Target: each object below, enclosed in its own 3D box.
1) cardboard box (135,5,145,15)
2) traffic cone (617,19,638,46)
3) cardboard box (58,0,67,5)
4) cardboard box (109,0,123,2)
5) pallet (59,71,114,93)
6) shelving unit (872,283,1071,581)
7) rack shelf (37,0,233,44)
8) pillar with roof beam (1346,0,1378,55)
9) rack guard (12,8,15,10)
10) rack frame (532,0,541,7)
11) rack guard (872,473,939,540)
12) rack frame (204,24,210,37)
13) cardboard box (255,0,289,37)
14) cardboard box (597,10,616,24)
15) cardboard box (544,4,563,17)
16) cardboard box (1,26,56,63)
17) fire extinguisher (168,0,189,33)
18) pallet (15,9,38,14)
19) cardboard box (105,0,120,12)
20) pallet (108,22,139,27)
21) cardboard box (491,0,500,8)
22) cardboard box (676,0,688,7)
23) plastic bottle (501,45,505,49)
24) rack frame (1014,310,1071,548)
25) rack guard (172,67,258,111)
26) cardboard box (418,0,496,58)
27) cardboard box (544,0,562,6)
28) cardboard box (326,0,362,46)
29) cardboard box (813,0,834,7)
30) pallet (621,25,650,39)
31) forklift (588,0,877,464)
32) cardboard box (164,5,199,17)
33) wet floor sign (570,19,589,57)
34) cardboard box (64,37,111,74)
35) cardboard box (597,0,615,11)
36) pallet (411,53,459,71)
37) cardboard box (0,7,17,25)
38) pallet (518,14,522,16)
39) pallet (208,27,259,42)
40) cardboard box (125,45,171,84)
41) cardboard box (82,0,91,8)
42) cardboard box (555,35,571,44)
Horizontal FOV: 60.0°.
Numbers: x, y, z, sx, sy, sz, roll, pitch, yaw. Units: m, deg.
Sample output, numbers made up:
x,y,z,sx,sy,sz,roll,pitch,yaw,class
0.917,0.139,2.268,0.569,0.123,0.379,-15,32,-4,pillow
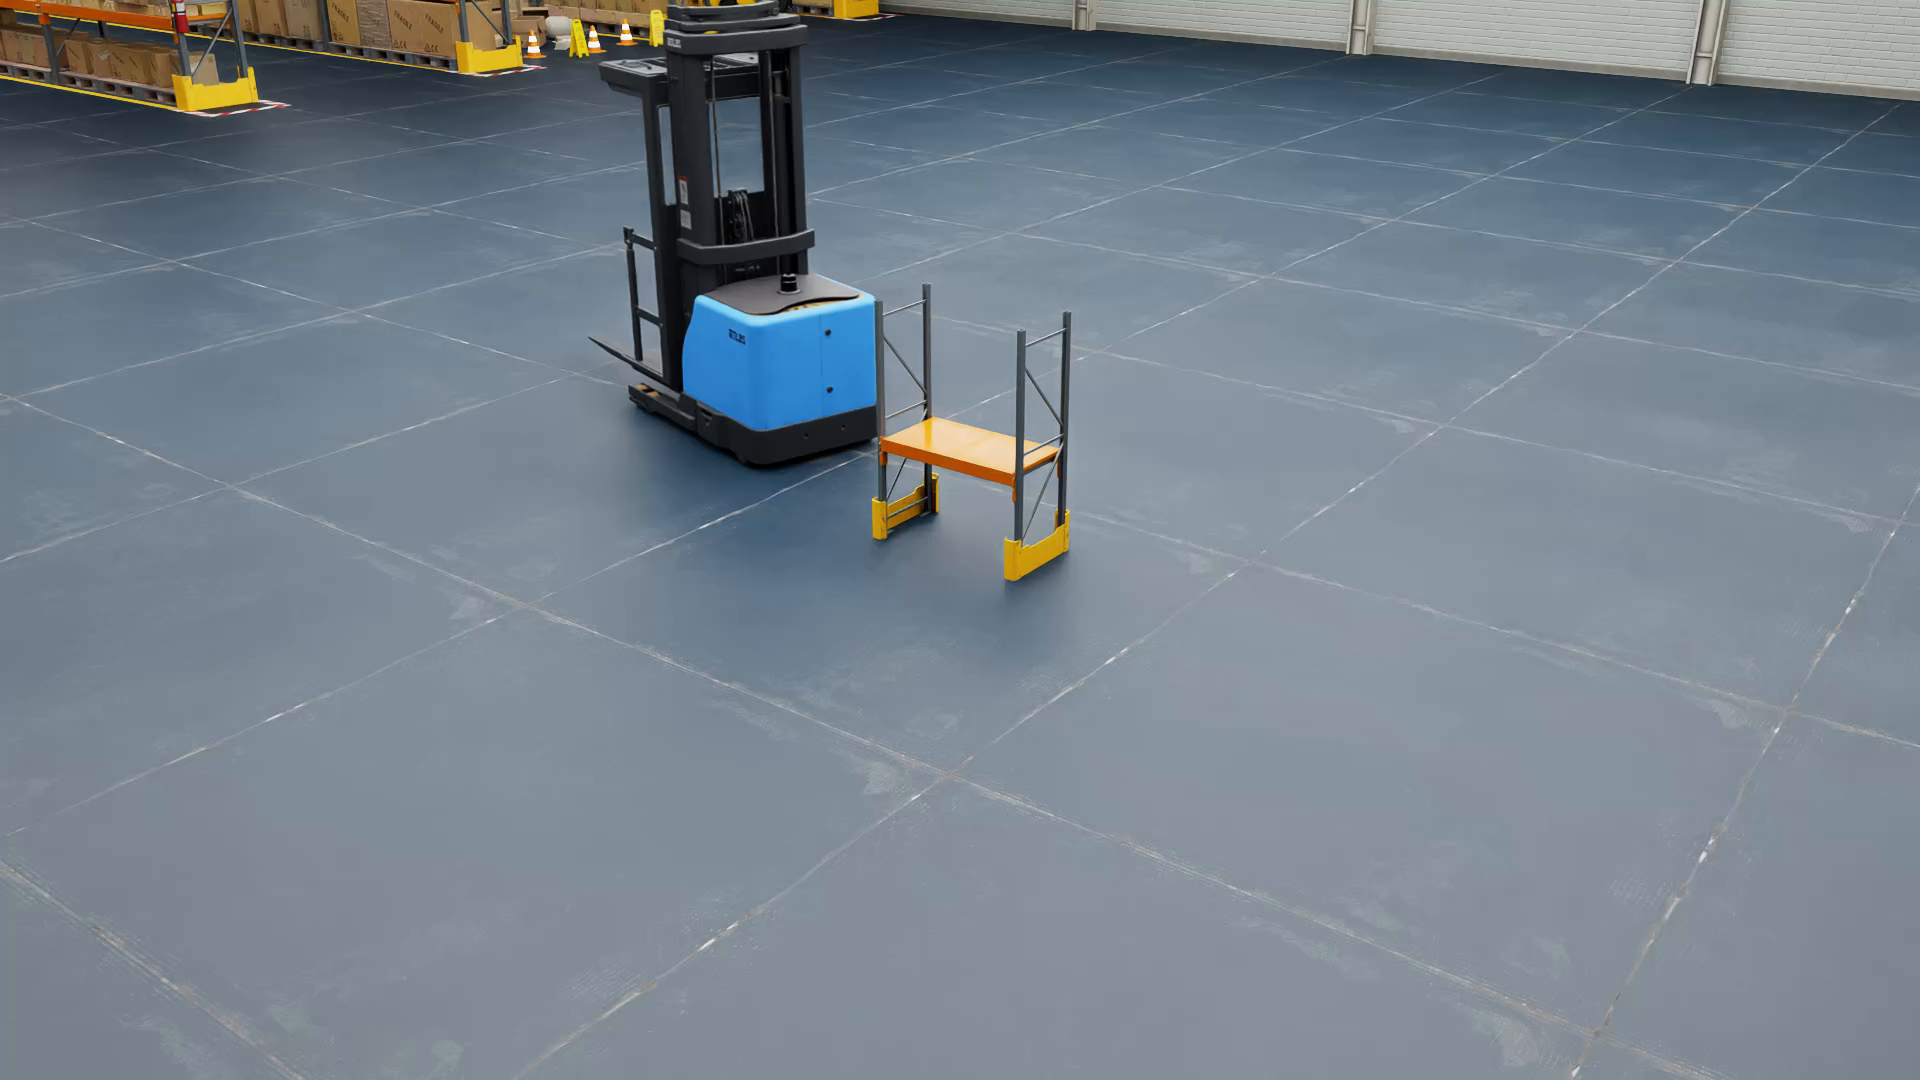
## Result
x,y,z,sx,sy,sz,roll,pitch,yaw,class
-12.148,-8.002,25.002,0.250,0.149,0.380,17,29,33,cardboard box
-6.349,-9.669,31.620,0.334,0.463,0.336,17,29,33,traffic cone
-13.975,-8.531,26.204,0.250,0.149,0.380,17,29,33,cardboard box
-12.445,-8.485,25.295,0.500,0.500,0.875,17,29,33,cardboard box
-13.817,-7.484,26.975,1.213,0.211,1.003,17,29,33,pallet
0.061,-0.668,9.906,1.083,1.500,0.587,17,29,33,shelving unit
-12.775,-8.099,25.803,4.000,0.370,1.077,17,29,33,rack shelf
4.747,-11.658,25.548,0.400,9.000,9.100,17,29,33,pillar with roof beam
-20.861,-12.227,37.380,0.348,0.500,1.175,17,29,33,rack guard
-8.432,-12.109,34.012,0.127,3.000,1.000,17,29,33,rack frame
-0.338,-0.216,10.431,0.087,0.250,0.587,17,29,33,rack guard
-14.521,-11.455,32.527,0.127,3.000,1.000,17,29,33,rack frame
-12.640,-10.006,31.508,0.750,0.750,1.050,17,29,33,cardboard box
-6.871,-10.437,33.107,0.500,0.250,0.500,16,28,31,cardboard box
-8.122,-10.813,33.961,0.500,0.250,0.500,15,28,31,cardboard box
-15.672,-8.381,28.106,0.500,0.500,0.700,14,27,29,cardboard box
-11.359,-7.733,24.176,0.183,0.674,0.296,17,29,33,fire extinguisher
-20.232,-11.887,36.967,1.213,0.211,1.003,17,29,33,pallet
-12.790,-8.160,25.362,0.250,0.149,0.380,17,29,33,cardboard box
-17.098,-10.958,34.859,1.213,0.211,1.003,17,29,33,pallet
-9.476,-10.730,33.044,0.500,0.500,0.500,17,29,33,cardboard box
-5.730,-10.709,32.793,0.500,0.500,0.500,16,28,32,cardboard box
-8.470,-9.220,31.099,0.283,0.061,0.133,7,25,15,plastic bottle
0.475,-0.543,9.622,0.032,1.500,0.500,17,29,33,rack frame
-11.235,-6.819,25.106,0.348,0.500,1.175,17,29,33,rack guard
-8.701,-8.883,28.804,0.875,0.875,0.875,17,29,34,cardboard box
-8.122,-11.156,33.809,0.500,0.500,0.500,18,30,36,cardboard box
-10.859,-9.533,30.279,0.875,0.875,0.875,17,29,34,cardboard box
-2.823,-11.690,35.950,0.500,0.250,0.500,17,29,34,cardboard box
-5.921,-10.092,32.893,1.213,0.211,1.003,17,29,33,pallet
-1.836,-2.384,12.026,1.130,2.935,3.031,-17,29,-33,forklift
-11.527,-7.832,24.616,0.250,0.149,0.380,17,29,33,cardboard box
-6.908,-9.075,30.045,0.232,0.644,0.267,12,26,24,wet floor sign
-14.079,-7.850,26.926,0.500,0.500,0.500,16,28,32,cardboard box
-6.848,-10.778,32.950,0.500,0.500,0.500,16,28,32,cardboard box
-8.806,-8.412,29.081,1.213,0.211,1.003,17,29,33,pallet
-16.592,-9.002,28.586,0.500,0.250,0.500,21,31,39,cardboard box
-9.056,-11.021,35.001,1.213,0.211,1.003,17,29,33,pallet
-13.935,-9.964,32.602,1.213,0.211,1.003,17,29,33,pallet
-12.653,-7.440,25.995,0.500,0.500,0.500,20,31,38,cardboard box
-13.369,-8.353,25.800,0.250,0.149,0.380,17,29,33,cardboard box
-7.491,-9.502,31.632,0.380,0.149,0.250,-10,26,-21,cardboard box
